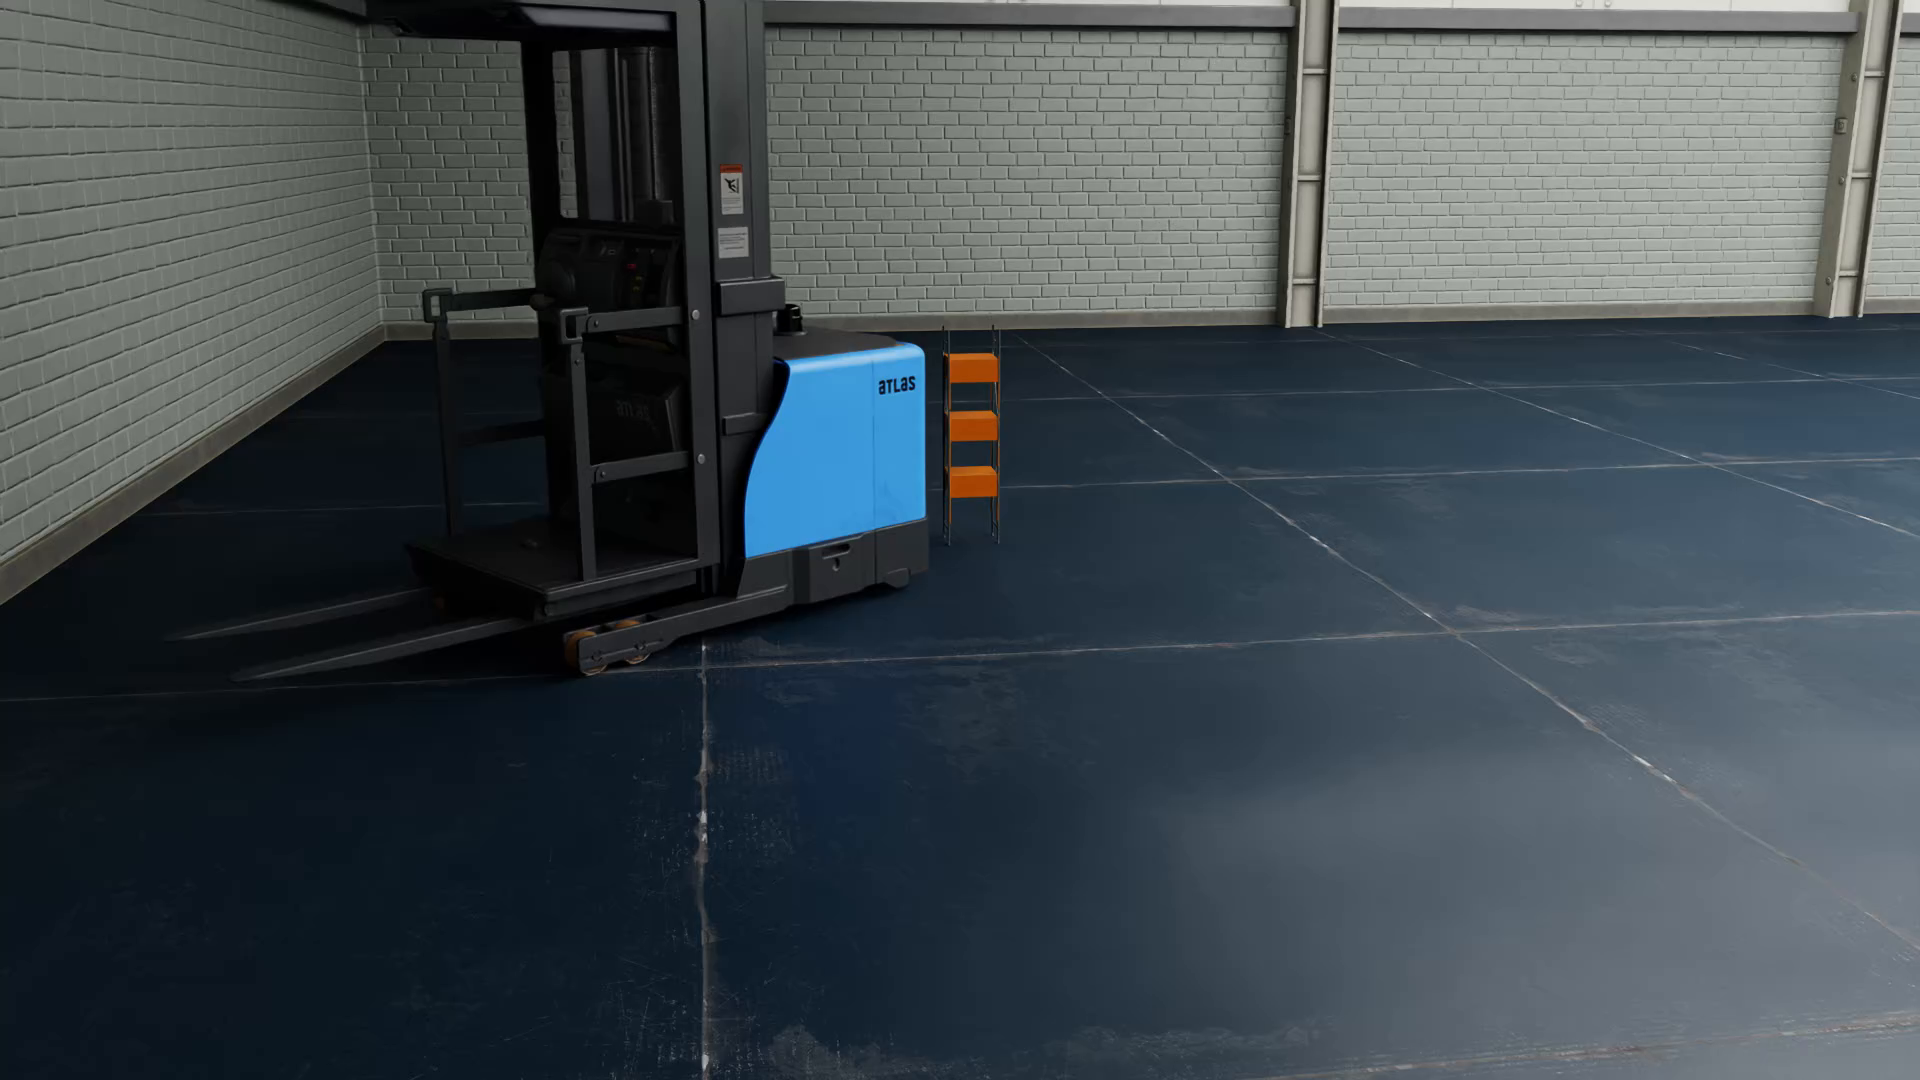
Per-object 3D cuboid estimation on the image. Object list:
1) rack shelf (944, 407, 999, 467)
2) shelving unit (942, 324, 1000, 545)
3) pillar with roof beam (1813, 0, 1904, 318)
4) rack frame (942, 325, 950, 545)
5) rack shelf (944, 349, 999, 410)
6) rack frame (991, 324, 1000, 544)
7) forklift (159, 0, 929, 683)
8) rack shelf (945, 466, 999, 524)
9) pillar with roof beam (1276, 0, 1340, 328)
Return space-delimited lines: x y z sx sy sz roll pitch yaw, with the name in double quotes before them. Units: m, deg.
"rack shelf" 0.053 -0.501 8.104 0.240 0.259 0.215 -2 14 -8
"shelving unit" 0.053 -0.511 8.102 0.252 1.050 0.215 -2 14 -8
"pillar with roof beam" 10.022 -5.730 12.570 0.400 9.000 9.100 -2 14 -8
"rack frame" -0.068 -0.507 8.084 0.008 1.050 0.200 -2 14 -8
"rack shelf" 0.053 -0.776 8.035 0.240 0.259 0.215 -2 14 -8
"rack frame" 0.174 -0.516 8.119 0.008 1.050 0.200 -2 14 -8
"forklift" -1.539 -1.058 6.413 3.031 2.935 1.130 -14 19 -43
"rack shelf" 0.053 -0.231 8.172 0.240 0.259 0.215 -2 14 -8
"pillar with roof beam" 4.089 -5.512 11.703 0.400 9.000 9.100 -2 14 -8
